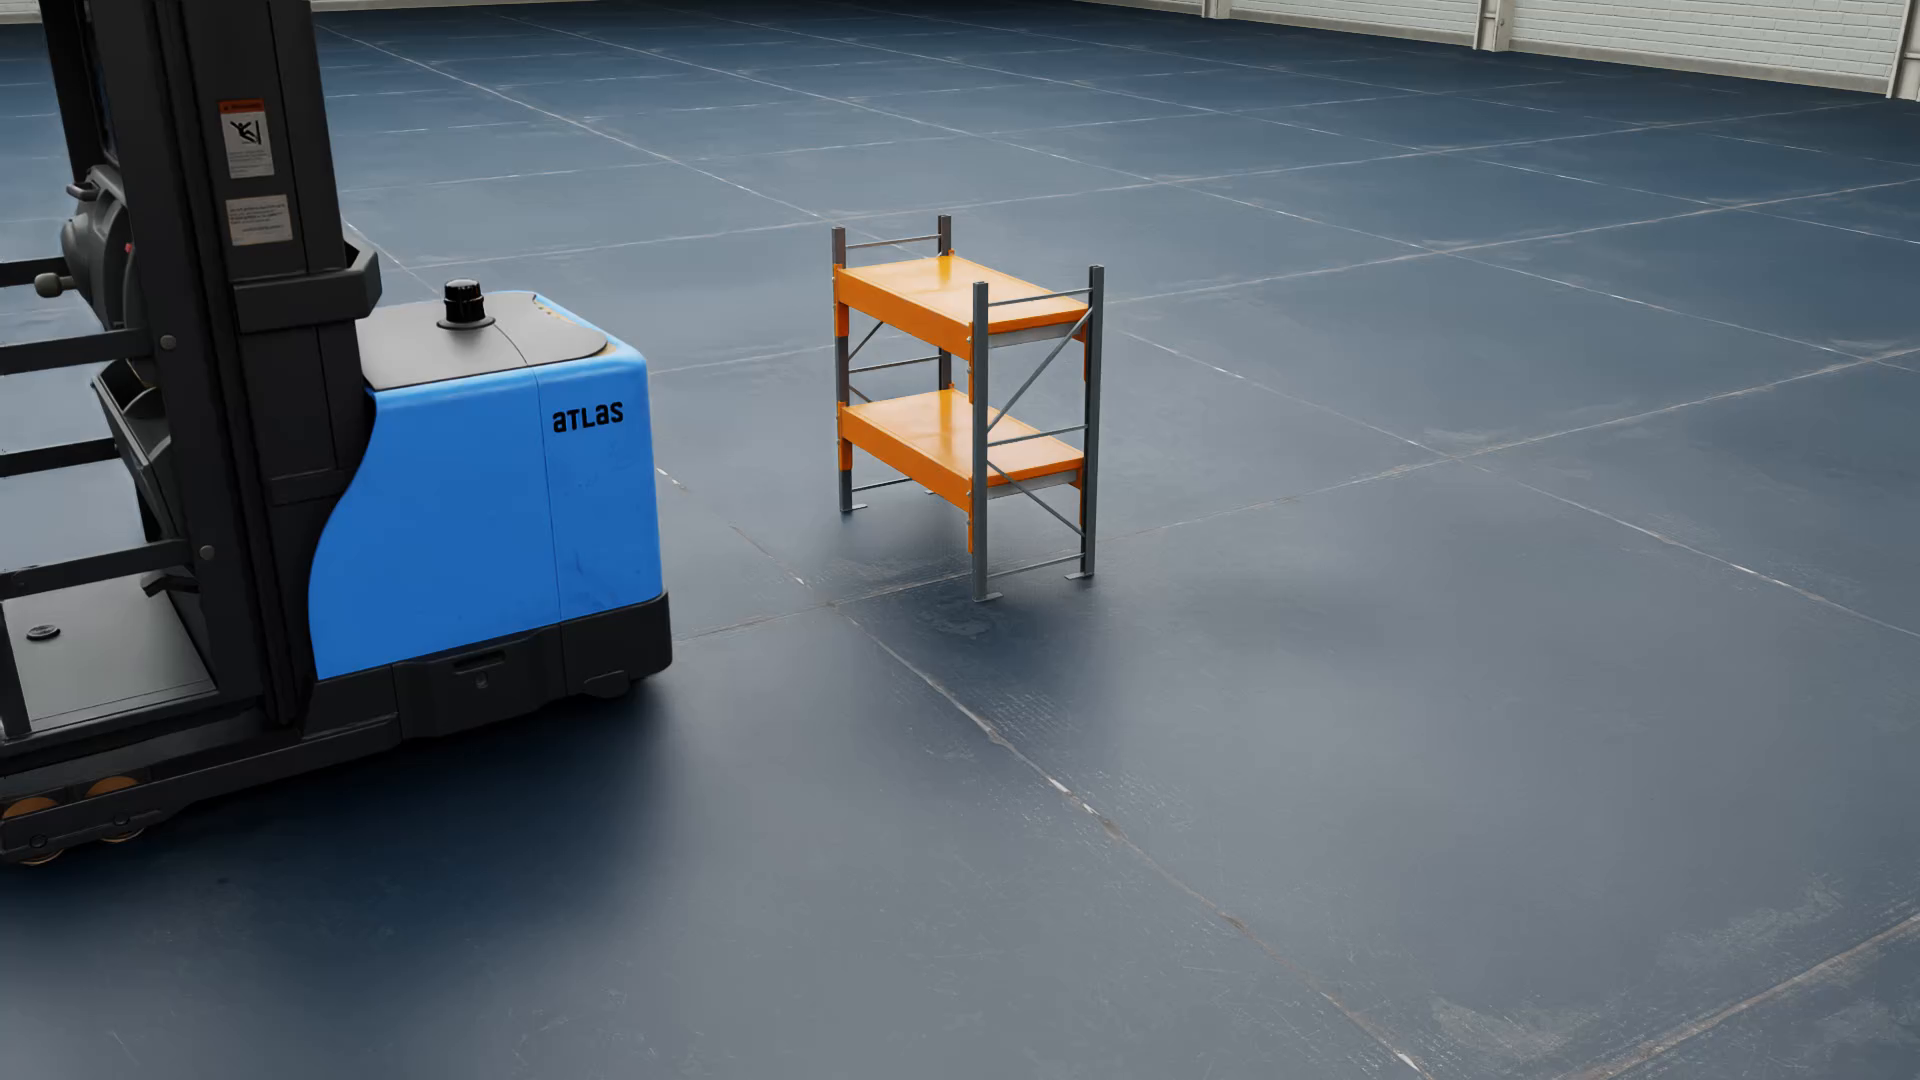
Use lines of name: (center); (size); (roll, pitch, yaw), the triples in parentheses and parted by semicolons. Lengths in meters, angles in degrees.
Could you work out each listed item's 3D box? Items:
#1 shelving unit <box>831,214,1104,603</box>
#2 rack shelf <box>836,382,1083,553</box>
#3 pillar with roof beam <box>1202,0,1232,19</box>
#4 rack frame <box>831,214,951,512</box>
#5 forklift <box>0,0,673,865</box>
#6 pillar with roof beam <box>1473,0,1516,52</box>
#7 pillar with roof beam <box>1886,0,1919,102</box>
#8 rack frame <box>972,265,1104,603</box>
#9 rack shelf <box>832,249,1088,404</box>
shelving unit: (0.003, -0.519, 6.094); (0.538, 1.125, 1.048); (-13, 25, -28)
rack shelf: (0.003, -0.292, 6.186); (0.538, 0.278, 1.000); (-13, 25, -28)
pillar with roof beam: (0.574, -12.054, 24.018); (9.100, 9.000, 0.400); (-13, 25, -28)
rack frame: (-0.256, -0.683, 6.499); (0.500, 1.125, 0.032); (-13, 25, -28)
forklift: (-2.411, -0.753, 4.271); (3.031, 2.935, 1.130); (-14, 26, -30)
pillar with roof beam: (3.639, -10.112, 19.239); (9.100, 9.000, 0.400); (-13, 25, -28)
pillar with roof beam: (6.704, -8.170, 14.461); (9.100, 9.000, 0.400); (-13, 25, -28)
rack frame: (0.263, -0.354, 5.689); (0.500, 1.125, 0.032); (-13, 25, -28)
rack shelf: (0.003, -0.790, 5.984); (0.538, 0.278, 1.000); (-13, 25, -28)
